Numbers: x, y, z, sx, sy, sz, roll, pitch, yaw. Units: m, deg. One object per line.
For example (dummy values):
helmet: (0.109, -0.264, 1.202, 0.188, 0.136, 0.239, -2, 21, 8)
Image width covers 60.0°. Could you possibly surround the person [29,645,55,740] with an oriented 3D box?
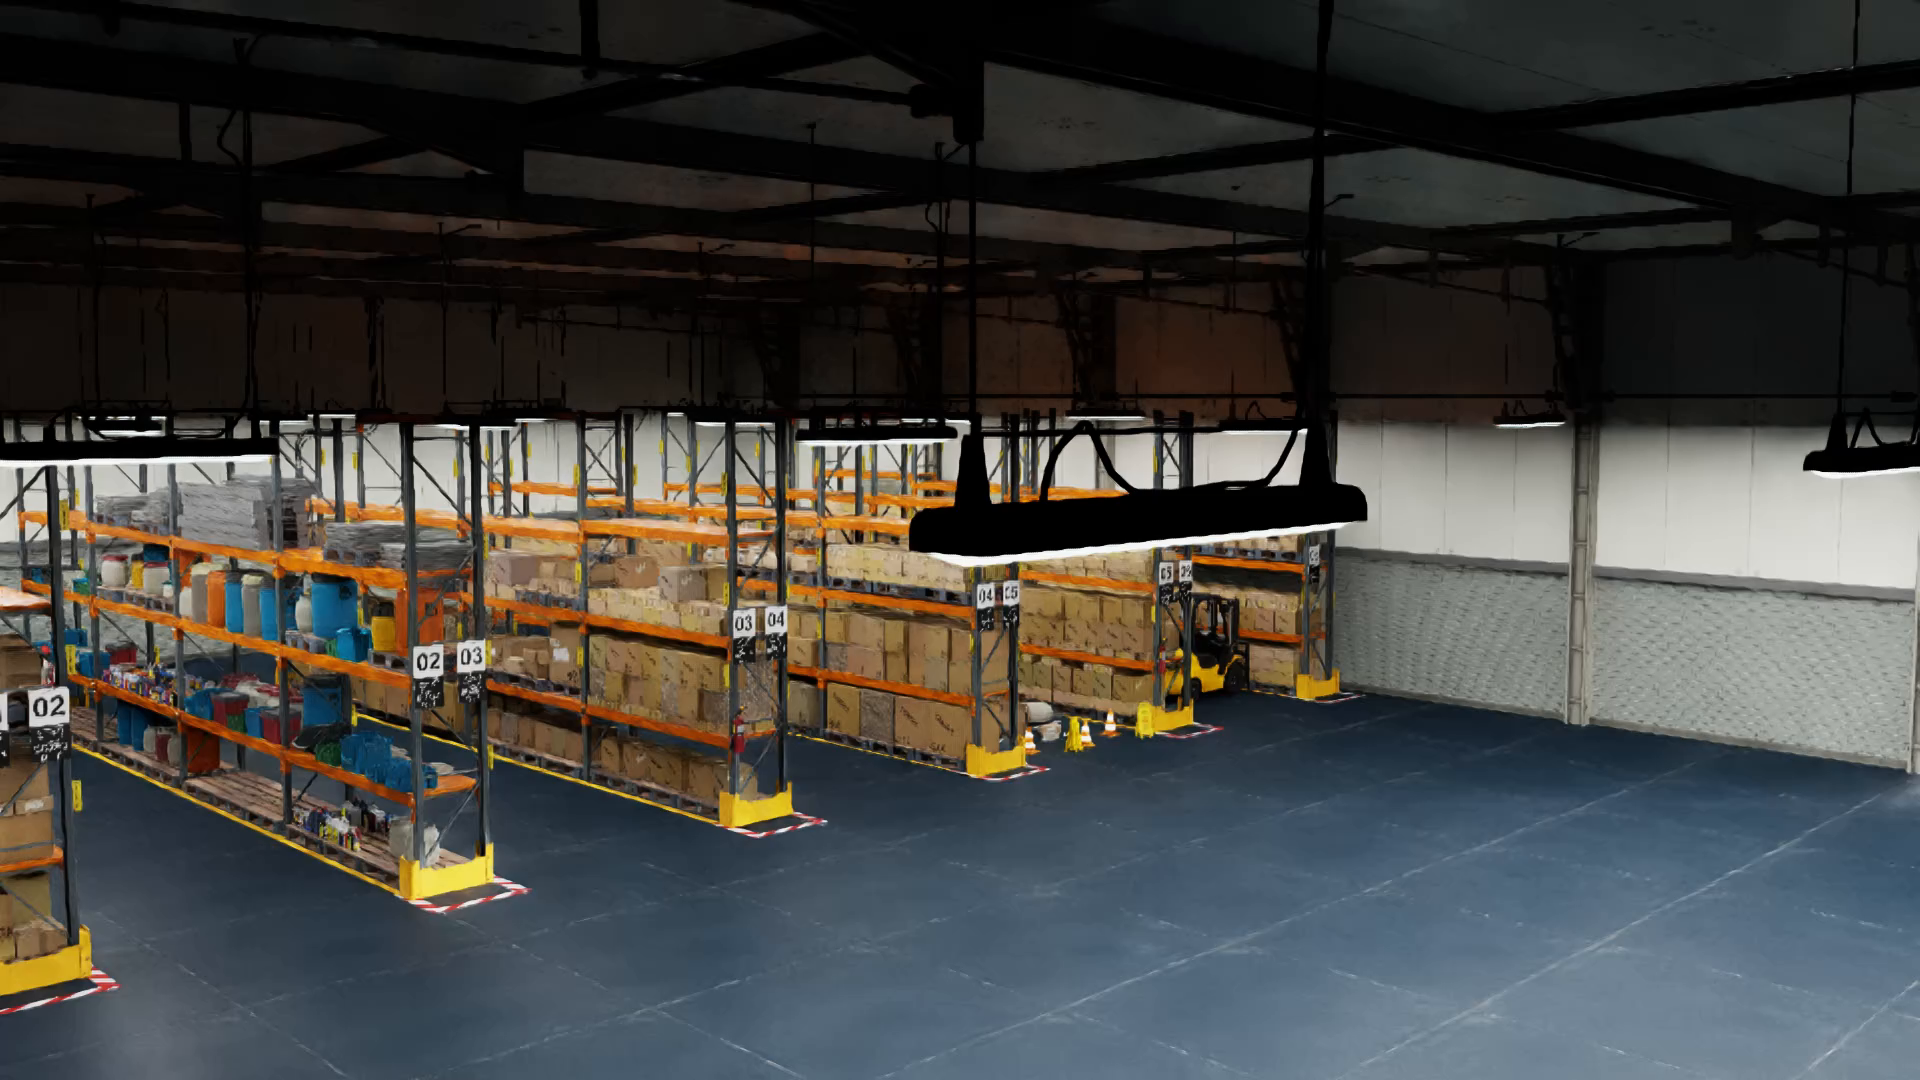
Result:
person: (-16.652, 2.801, 30.256, 0.581, 1.785, 0.664, -2, 5, -24)
